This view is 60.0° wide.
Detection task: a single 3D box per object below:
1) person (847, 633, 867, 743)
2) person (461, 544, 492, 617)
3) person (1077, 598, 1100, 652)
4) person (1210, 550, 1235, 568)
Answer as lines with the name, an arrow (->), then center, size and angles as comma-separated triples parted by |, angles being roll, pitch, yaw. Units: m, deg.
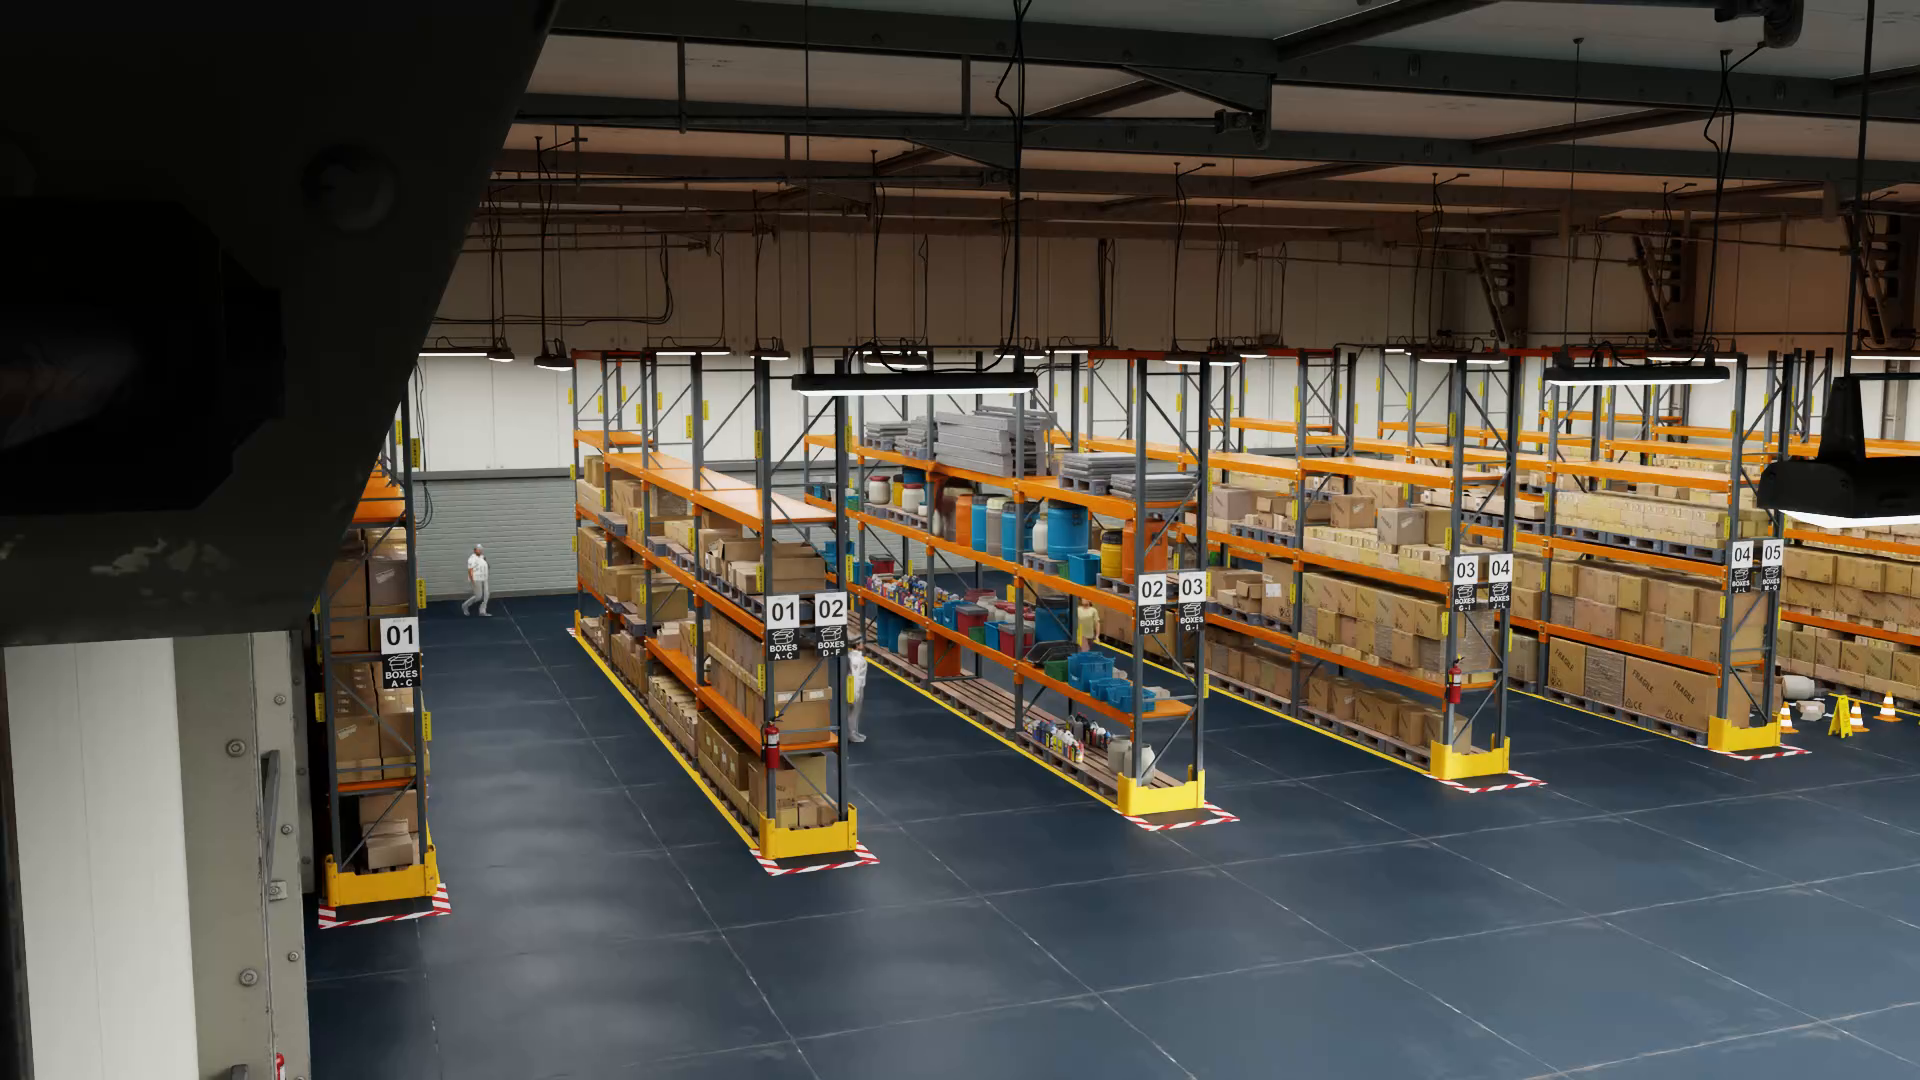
person -> -1.596, 2.283, 25.795 | 0.326, 1.696, 0.581 | 0, 7, -3
person -> -10.770, 0.899, 37.114 | 0.542, 1.641, 0.520 | 2, 7, 14
person -> 2.304, 1.764, 30.243 | 0.422, 1.612, 1.064 | -3, 8, -25
person -> 6.736, 0.126, 42.955 | 0.633, 1.744, 0.988 | 6, 9, 38
